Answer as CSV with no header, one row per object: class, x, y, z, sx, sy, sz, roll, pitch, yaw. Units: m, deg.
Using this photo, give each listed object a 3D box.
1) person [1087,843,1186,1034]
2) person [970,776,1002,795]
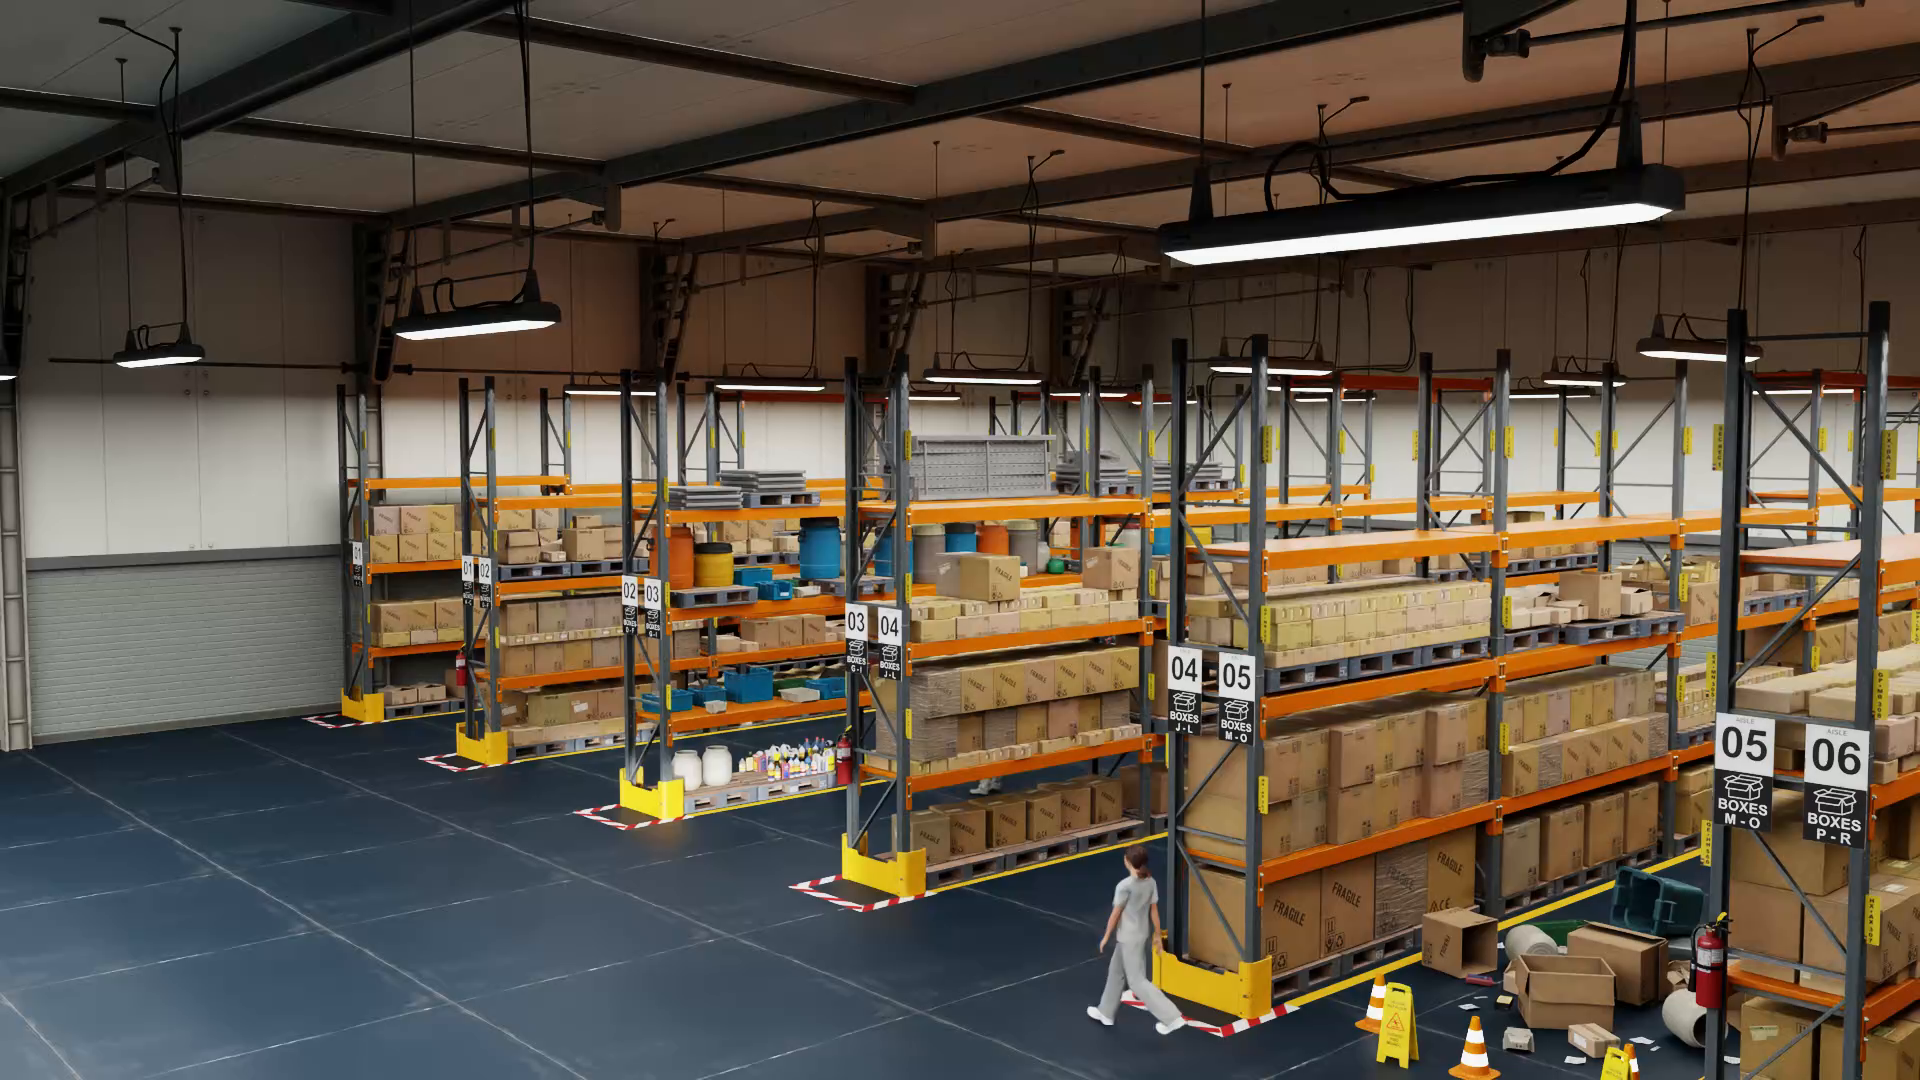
person,1.489,3.408,14.214,0.991,1.634,0.430,2,4,26
person,0.443,2.717,23.766,0.446,1.764,0.625,2,4,28
